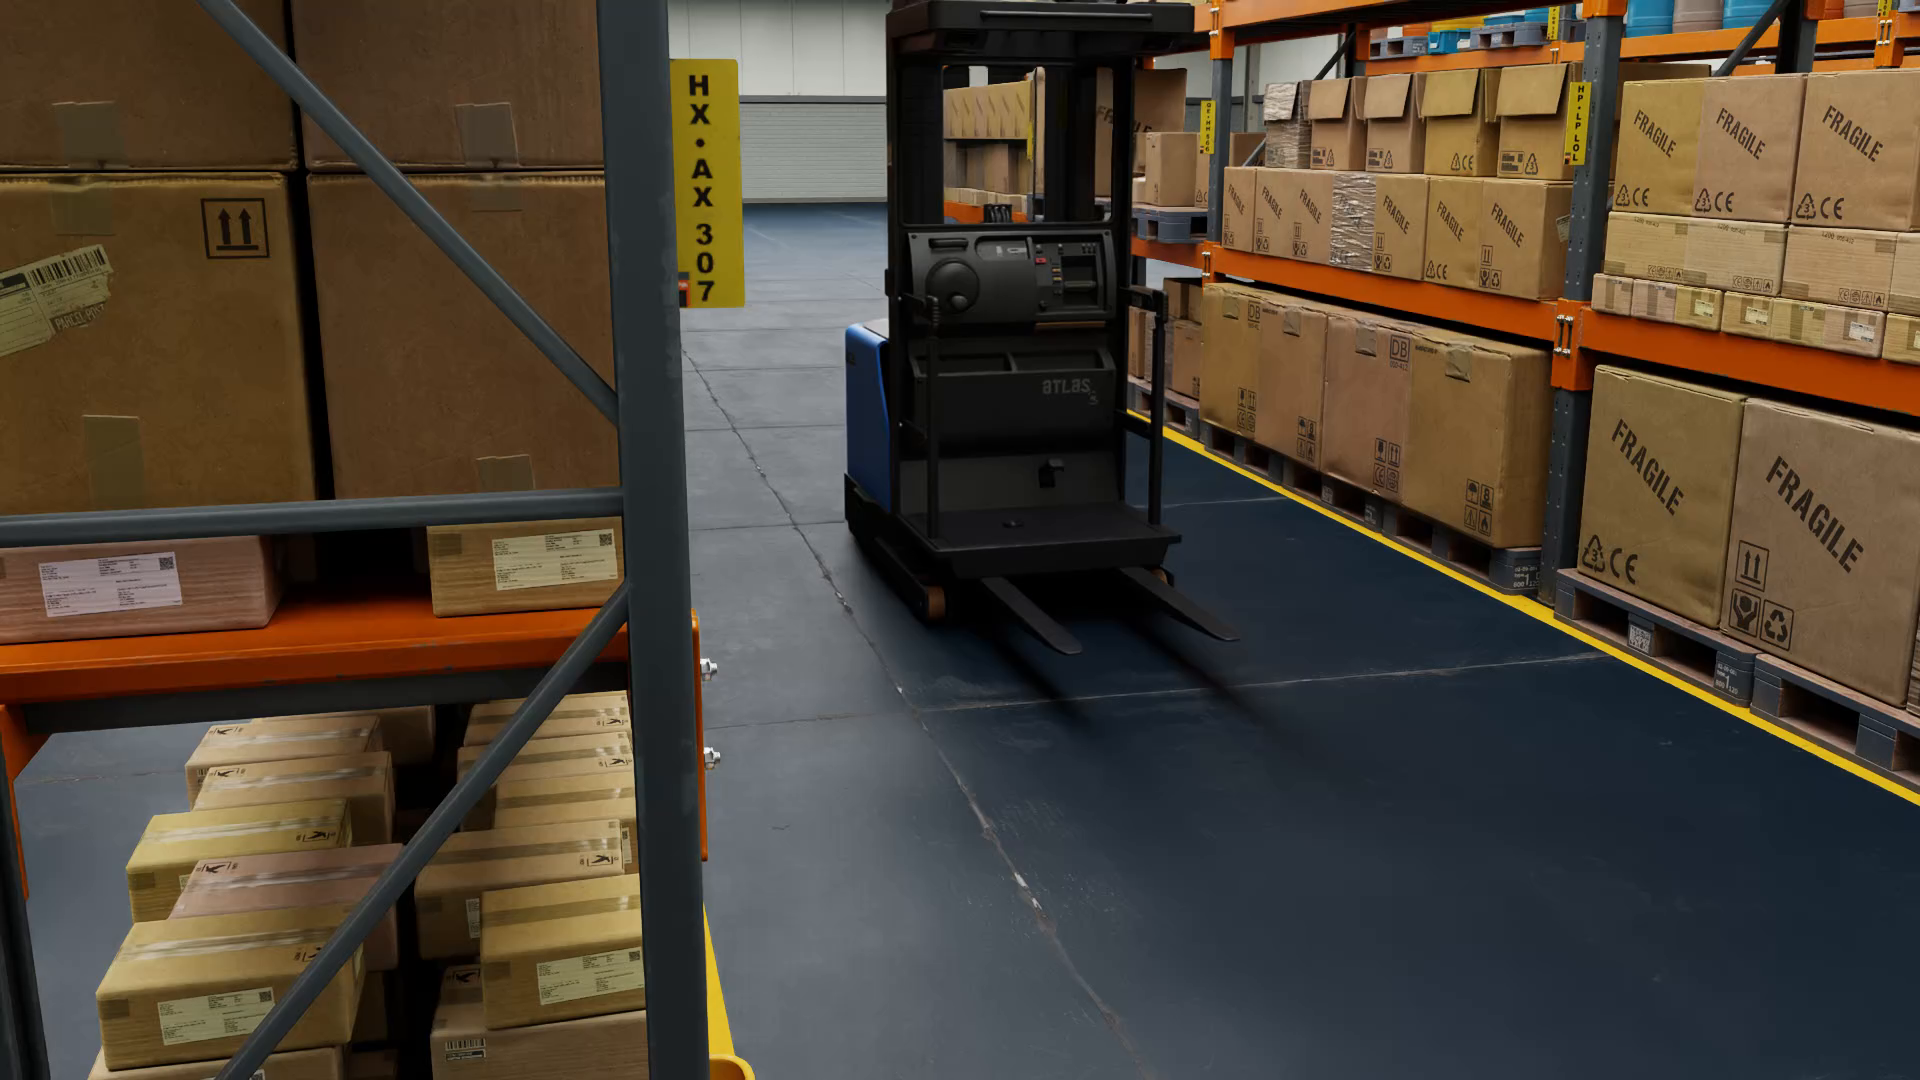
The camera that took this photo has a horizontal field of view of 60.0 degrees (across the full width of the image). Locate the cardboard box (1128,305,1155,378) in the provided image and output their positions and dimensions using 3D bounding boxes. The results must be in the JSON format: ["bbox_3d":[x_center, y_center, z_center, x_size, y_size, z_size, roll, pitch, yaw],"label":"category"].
[{"bbox_3d":[1.637,-1.532,12.718,0.700,0.500,0.500,-2,14,-8],"label":"cardboard box"}]

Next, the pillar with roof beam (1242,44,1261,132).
[{"bbox_3d":[4.437,-14.277,47.905,9.100,9.000,0.400,-3,14,-13],"label":"pillar with roof beam"}]

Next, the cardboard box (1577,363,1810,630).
[{"bbox_3d":[3.113,-0.214,6.575,0.875,0.875,0.875,-3,14,-13],"label":"cardboard box"}]

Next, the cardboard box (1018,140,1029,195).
[{"bbox_3d":[1.028,-3.462,15.440,0.875,0.500,0.500,-3,14,-13],"label":"cardboard box"}]

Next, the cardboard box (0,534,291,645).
[{"bbox_3d":[-1.221,0.040,2.474,0.380,0.149,0.250,-3,14,-13],"label":"cardboard box"}]

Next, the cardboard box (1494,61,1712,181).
[{"bbox_3d":[2.878,-1.882,7.484,0.797,0.503,0.637,-4,14,-15],"label":"cardboard box"}]

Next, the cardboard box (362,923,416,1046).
[{"bbox_3d":[-1.333,0.929,3.427,0.380,0.149,0.250,-3,14,-13],"label":"cardboard box"}]

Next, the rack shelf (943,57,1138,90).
[{"bbox_3d":[0.687,-4.613,16.186,1.077,0.370,4.000,-3,14,-13],"label":"rack shelf"}]

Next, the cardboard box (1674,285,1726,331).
[{"bbox_3d":[2.906,-0.869,6.192,0.380,0.149,0.250,-3,14,-11],"label":"cardboard box"}]

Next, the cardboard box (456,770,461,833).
[{"bbox_3d":[-1.006,0.639,3.985,0.380,0.149,0.250,-4,14,-16],"label":"cardboard box"}]

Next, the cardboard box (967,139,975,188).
[{"bbox_3d":[0.554,-3.923,17.327,0.875,0.500,0.500,-3,14,-13],"label":"cardboard box"}]

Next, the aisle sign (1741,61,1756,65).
[{"bbox_3d":[9.535,-5.779,20.285,0.394,0.787,0.004,-3,14,-13],"label":"aisle sign"}]

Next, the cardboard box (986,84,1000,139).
[{"bbox_3d":[0.549,-4.042,15.708,0.500,0.500,0.500,-3,14,-13],"label":"cardboard box"}]

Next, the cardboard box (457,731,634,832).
[{"bbox_3d":[-0.918,0.554,3.706,0.380,0.149,0.250,-4,14,-16],"label":"cardboard box"}]

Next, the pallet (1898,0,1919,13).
[{"bbox_3d":[6.995,-3.581,10.843,1.003,0.211,1.213,-3,14,-13],"label":"pallet"}]

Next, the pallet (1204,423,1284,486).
[{"bbox_3d":[2.208,-0.581,10.360,1.003,0.211,1.213,-3,14,-13],"label":"pallet"}]

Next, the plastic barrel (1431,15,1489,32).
[{"bbox_3d":[5.423,-5.740,17.999,0.600,0.588,0.600,0,14,0],"label":"plastic barrel"}]

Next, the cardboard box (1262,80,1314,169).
[{"bbox_3d":[2.252,-2.488,9.966,0.797,0.503,0.637,-3,14,-11],"label":"cardboard box"}]

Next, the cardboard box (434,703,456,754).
[{"bbox_3d":[-1.659,0.569,4.901,0.380,0.149,0.250,-4,14,-16],"label":"cardboard box"}]

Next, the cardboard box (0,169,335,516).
[{"bbox_3d":[-1.225,-0.305,2.519,0.500,0.500,0.500,-3,14,-12],"label":"cardboard box"}]

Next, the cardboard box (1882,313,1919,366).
[{"bbox_3d":[3.150,-0.631,5.217,0.380,0.149,0.250,-4,14,-15],"label":"cardboard box"}]

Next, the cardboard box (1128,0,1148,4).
[{"bbox_3d":[1.501,-3.832,11.786,0.500,0.250,0.500,-3,14,-12],"label":"cardboard box"}]

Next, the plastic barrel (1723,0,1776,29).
[{"bbox_3d":[6.609,-4.614,13.617,0.600,0.901,0.708,-3,14,-13],"label":"plastic barrel"}]

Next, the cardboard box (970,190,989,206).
[{"bbox_3d":[0.311,-3.415,16.613,0.380,0.149,0.250,-3,14,-13],"label":"cardboard box"}]

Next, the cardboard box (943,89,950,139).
[{"bbox_3d":[0.082,-4.504,17.598,0.500,0.500,0.500,-3,14,-13],"label":"cardboard box"}]

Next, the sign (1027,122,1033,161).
[{"bbox_3d":[0.631,-3.433,14.334,0.100,0.325,0.005,-3,14,-13],"label":"sign"}]

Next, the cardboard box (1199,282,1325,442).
[{"bbox_3d":[2.238,-1.133,10.337,1.225,0.875,0.875,-4,14,-16],"label":"cardboard box"}]

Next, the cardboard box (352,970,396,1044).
[{"bbox_3d":[-1.280,0.844,3.146,0.380,0.149,0.250,-4,14,-14],"label":"cardboard box"}]

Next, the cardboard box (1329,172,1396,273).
[{"bbox_3d":[2.309,-1.691,8.816,0.500,0.500,0.500,-3,14,-13],"label":"cardboard box"}]

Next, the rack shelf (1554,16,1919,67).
[{"bbox_3d":[6.441,-3.967,13.539,1.077,0.370,4.000,-3,14,-13],"label":"rack shelf"}]

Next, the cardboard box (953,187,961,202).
[{"bbox_3d":[0.137,-3.649,17.571,0.380,0.149,0.250,-3,14,-13],"label":"cardboard box"}]

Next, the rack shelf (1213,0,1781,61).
[{"bbox_3d":[2.566,-2.768,8.632,1.077,0.370,4.000,-3,14,-13],"label":"rack shelf"}]

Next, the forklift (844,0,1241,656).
[{"bbox_3d":[0.292,-1.174,7.056,1.130,2.935,3.031,-4,14,-15],"label":"forklift"}]

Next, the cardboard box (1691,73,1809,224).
[{"bbox_3d":[3.008,-1.396,5.930,0.500,0.500,0.500,-3,14,-13],"label":"cardboard box"}]

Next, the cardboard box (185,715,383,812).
[{"bbox_3d":[-1.544,0.525,3.826,0.380,0.149,0.250,-3,14,-11],"label":"cardboard box"}]

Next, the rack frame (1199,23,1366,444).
[{"bbox_3d":[2.096,-2.122,10.791,1.000,3.000,0.127,-3,14,-13],"label":"rack frame"}]

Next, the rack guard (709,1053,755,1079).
[{"bbox_3d":[-0.888,1.174,2.569,1.175,0.500,0.348,-3,14,-13],"label":"rack guard"}]

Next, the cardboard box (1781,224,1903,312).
[{"bbox_3d":[3.131,-0.913,5.534,0.500,0.250,0.500,-3,14,-12],"label":"cardboard box"}]

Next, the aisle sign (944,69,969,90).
[{"bbox_3d":[-0.089,-5.228,18.027,0.394,0.787,0.004,-3,14,-13],"label":"aisle sign"}]

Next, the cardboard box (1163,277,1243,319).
[{"bbox_3d":[1.775,-1.760,12.071,0.500,0.250,0.500,-2,14,-7],"label":"cardboard box"}]

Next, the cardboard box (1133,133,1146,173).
[{"bbox_3d":[1.654,-2.904,12.890,0.797,0.503,0.637,-2,14,-7],"label":"cardboard box"}]

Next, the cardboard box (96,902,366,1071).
[{"bbox_3d":[-1.240,0.761,2.861,0.380,0.149,0.250,-3,14,-13],"label":"cardboard box"}]

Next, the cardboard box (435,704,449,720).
[{"bbox_3d":[-1.694,0.427,4.855,0.380,0.149,0.250,-3,14,-11],"label":"cardboard box"}]

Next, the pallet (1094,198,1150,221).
[{"bbox_3d":[1.592,-2.483,12.674,1.003,0.211,1.213,-3,14,-13],"label":"pallet"}]

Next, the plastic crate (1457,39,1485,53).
[{"bbox_3d":[5.201,-4.997,16.797,0.243,0.136,0.396,-3,14,-13],"label":"plastic crate"}]

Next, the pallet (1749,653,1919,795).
[{"bbox_3d":[3.428,0.618,5.455,1.003,0.211,1.213,-3,14,-13],"label":"pallet"}]

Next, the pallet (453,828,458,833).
[{"bbox_3d":[-1.327,0.844,4.528,1.003,0.211,1.213,-3,14,-13],"label":"pallet"}]
